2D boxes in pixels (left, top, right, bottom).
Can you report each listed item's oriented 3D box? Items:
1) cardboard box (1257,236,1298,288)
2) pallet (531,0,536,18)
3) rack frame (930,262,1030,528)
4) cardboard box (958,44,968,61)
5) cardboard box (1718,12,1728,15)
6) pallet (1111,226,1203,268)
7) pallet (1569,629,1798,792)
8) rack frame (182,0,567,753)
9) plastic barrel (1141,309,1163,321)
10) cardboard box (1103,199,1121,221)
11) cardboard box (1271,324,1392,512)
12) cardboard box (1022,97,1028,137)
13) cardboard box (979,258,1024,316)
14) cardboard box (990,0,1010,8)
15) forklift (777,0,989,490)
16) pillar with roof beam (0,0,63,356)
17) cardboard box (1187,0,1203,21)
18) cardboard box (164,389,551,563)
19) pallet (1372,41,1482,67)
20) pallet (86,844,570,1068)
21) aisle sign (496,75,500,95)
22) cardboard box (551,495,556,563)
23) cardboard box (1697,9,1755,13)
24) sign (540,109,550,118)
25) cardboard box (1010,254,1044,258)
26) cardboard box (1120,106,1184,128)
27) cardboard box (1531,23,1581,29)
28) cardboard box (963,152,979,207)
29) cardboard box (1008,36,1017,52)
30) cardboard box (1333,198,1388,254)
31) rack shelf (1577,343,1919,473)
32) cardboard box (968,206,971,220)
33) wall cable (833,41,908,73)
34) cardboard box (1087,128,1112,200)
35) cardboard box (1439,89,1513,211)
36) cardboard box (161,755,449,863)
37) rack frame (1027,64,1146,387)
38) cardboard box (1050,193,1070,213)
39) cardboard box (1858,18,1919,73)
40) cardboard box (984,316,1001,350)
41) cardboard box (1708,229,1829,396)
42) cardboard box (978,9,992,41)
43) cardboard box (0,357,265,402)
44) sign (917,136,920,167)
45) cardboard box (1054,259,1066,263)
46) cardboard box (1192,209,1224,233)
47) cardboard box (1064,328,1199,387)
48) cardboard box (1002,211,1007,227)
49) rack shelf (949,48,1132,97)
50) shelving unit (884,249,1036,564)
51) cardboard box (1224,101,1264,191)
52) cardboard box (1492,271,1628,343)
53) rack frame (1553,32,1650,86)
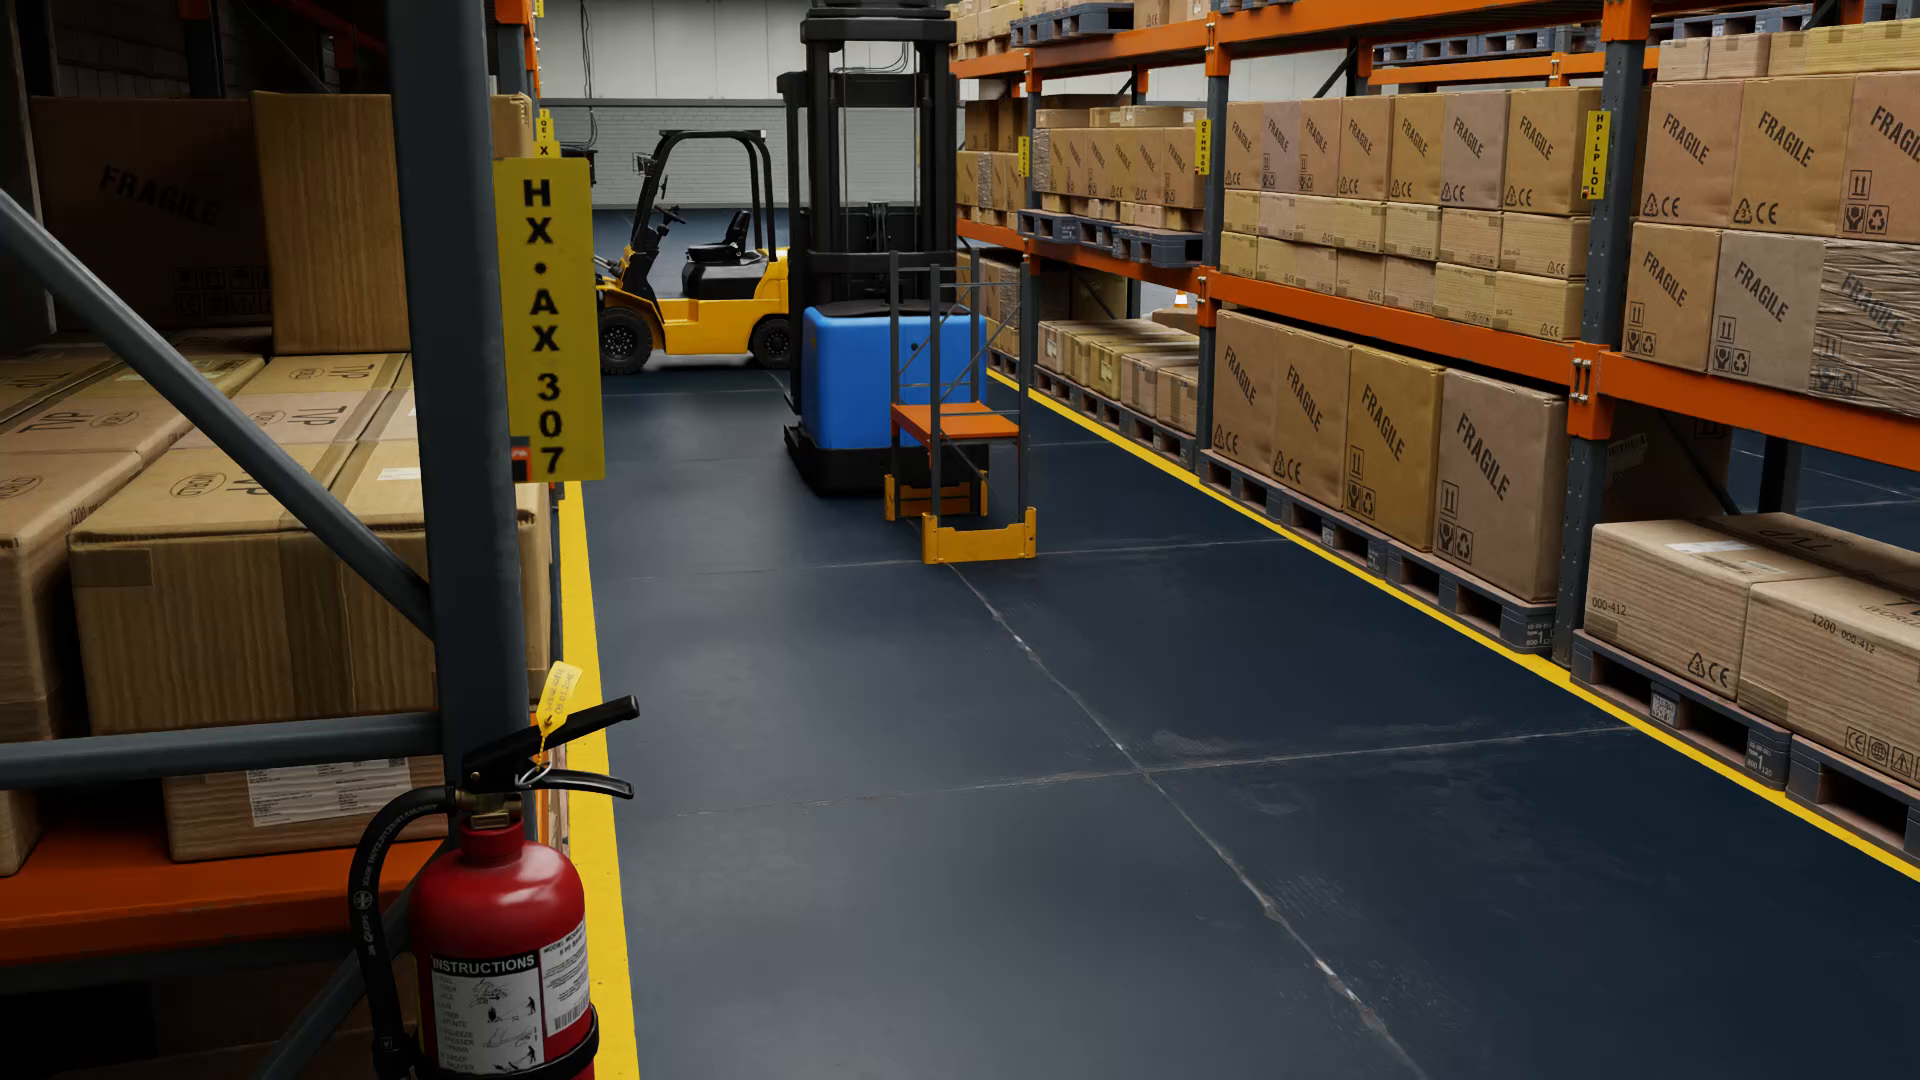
[{"bbox_3d":[2.009,-1.573,9.363,0.500,0.250,0.500,-4,14,-15],"label":"cardboard box"},{"bbox_3d":[-3.069,-3.130,9.496,1.213,0.211,1.003,-3,14,-11],"label":"pallet"},{"bbox_3d":[0.099,-0.631,8.350,0.500,1.500,0.032,-3,14,-13],"label":"rack frame"},{"bbox_3d":[0.192,-4.679,15.967,0.380,0.149,0.250,-3,14,-13],"label":"cardboard box"},{"bbox_3d":[6.475,-4.387,13.335,0.500,0.311,0.500,-4,14,-15],"label":"cardboard box"},{"bbox_3d":[1.730,-1.956,11.017,1.213,0.211,1.003,-3,14,-13],"label":"pallet"},{"bbox_3d":[3.043,0.567,6.163,1.003,0.211,1.213,-3,14,-13],"label":"pallet"},{"bbox_3d":[-1.883,-0.690,5.432,1.000,3.000,0.127,-3,14,-13],"label":"rack frame"},{"bbox_3d":[2.079,-2.092,16.600,0.512,0.421,0.421,7,15,26],"label":"plastic barrel"},{"bbox_3d":[1.255,-2.388,12.026,0.380,0.149,0.250,-4,14,-15],"label":"cardboard box"},{"bbox_3d":[2.288,-0.692,9.033,0.875,0.875,0.875,-3,14,-13],"label":"cardboard box"},{"bbox_3d":[0.979,-3.842,15.389,0.700,0.500,0.500,-4,14,-14],"label":"cardboard box"},{"bbox_3d":[0.420,-2.402,15.769,0.500,0.500,0.500,-3,14,-10],"label":"cardboard box"},{"bbox_3d":[0.477,-4.770,14.660,0.380,0.149,0.250,-3,14,-12],"label":"cardboard box"},{"bbox_3d":[-0.611,-2.027,11.048,1.130,2.935,3.031,-3,14,-11],"label":"forklift"},{"bbox_3d":[1.589,-3.634,4.839,9.100,9.000,0.400,-3,14,-13],"label":"pillar with roof beam"},{"bbox_3d":[1.657,-3.344,10.501,0.380,0.149,0.250,-3,14,-13],"label":"cardboard box"},{"bbox_3d":[-0.907,-0.075,2.604,0.500,0.250,0.500,-3,14,-13],"label":"cardboard box"},{"bbox_3d":[5.095,-5.279,18.080,1.003,0.211,1.213,-3,14,-13],"label":"pallet"},{"bbox_3d":[-1.433,1.105,3.960,1.003,0.211,1.213,-3,14,-13],"label":"pallet"},{"bbox_3d":[-4.431,-4.753,16.584,0.394,0.787,0.004,-3,14,-13],"label":"aisle sign"},{"bbox_3d":[-2.141,-0.162,7.651,0.500,0.500,0.500,-4,14,-15],"label":"cardboard box"},{"bbox_3d":[6.083,-4.314,13.130,0.396,0.266,0.258,-3,14,-13],"label":"cardboard box"},{"bbox_3d":[-4.171,-4.163,16.708,0.100,0.325,0.005,-3,14,-13],"label":"sign"},{"bbox_3d":[0.802,-2.561,16.420,0.500,0.500,0.500,-4,14,-15],"label":"cardboard box"},{"bbox_3d":[1.343,-2.964,11.652,0.380,0.149,0.250,-4,14,-16],"label":"cardboard box"},{"bbox_3d":[5.453,-4.766,15.230,0.380,0.149,0.250,-3,14,-13],"label":"cardboard box"},{"bbox_3d":[0.337,-3.451,15.894,0.500,0.500,0.500,-4,14,-14],"label":"cardboard box"},{"bbox_3d":[0.634,-4.325,14.519,0.380,0.149,0.250,-3,14,-13],"label":"cardboard box"},{"bbox_3d":[2.212,-1.577,8.325,0.500,0.250,0.500,-3,14,-12],"label":"cardboard box"},{"bbox_3d":[3.410,-0.157,4.765,1.077,0.370,4.000,-3,14,-13],"label":"rack shelf"},{"bbox_3d":[0.286,-3.224,16.334,0.380,0.149,0.250,-3,14,-11],"label":"cardboard box"},{"bbox_3d":[-2.635,-16.014,48.347,2.305,6.003,0.169,-3,14,-13],"label":"wall cable"},{"bbox_3d":[1.245,-2.738,12.092,0.500,0.500,0.500,-4,14,-15],"label":"cardboard box"},{"bbox_3d":[2.463,-1.710,7.289,0.500,0.500,0.500,-3,14,-12],"label":"cardboard box"},{"bbox_3d":[-0.754,0.263,2.058,0.380,0.149,0.250,-3,14,-14],"label":"cardboard box"},{"bbox_3d":[1.062,-2.813,14.122,1.000,3.000,0.127,-3,14,-13],"label":"rack frame"},{"bbox_3d":[0.935,-2.692,13.270,0.380,0.149,0.250,-3,14,-12],"label":"cardboard box"},{"bbox_3d":[2.972,-1.491,5.027,0.380,0.149,0.250,-4,14,-15],"label":"cardboard box"},{"bbox_3d":[0.527,-1.925,15.396,0.500,0.250,0.500,-4,14,-15],"label":"cardboard box"},{"bbox_3d":[2.911,-0.777,5.577,0.500,0.500,0.500,-3,14,-13],"label":"cardboard box"},{"bbox_3d":[0.471,-4.664,15.066,0.500,0.250,0.500,-4,14,-14],"label":"cardboard box"},{"bbox_3d":[-1.541,-0.164,2.967,0.500,0.250,0.500,-3,14,-11],"label":"cardboard box"},{"bbox_3d":[-0.405,-4.126,17.673,0.100,0.325,0.005,-3,14,-13],"label":"sign"},{"bbox_3d":[1.092,-2.663,15.468,0.380,0.149,0.250,-3,14,-11],"label":"cardboard box"},{"bbox_3d":[1.696,-2.035,10.581,0.380,0.149,0.250,-3,14,-11],"label":"cardboard box"},{"bbox_3d":[1.360,-1.454,13.211,0.950,0.372,0.625,-2,14,-10],"label":"cardboard box"},{"bbox_3d":[0.595,-2.928,15.122,0.380,0.149,0.250,-3,14,-14],"label":"cardboard box"},{"bbox_3d":[0.592,-4.382,15.740,1.077,0.370,4.000,-3,14,-13],"label":"rack shelf"},{"bbox_3d":[-0.018,-0.746,8.821,0.587,1.500,1.083,-3,14,-13],"label":"shelving unit"},{"bbox_3d":[1.879,-2.297,9.693,0.500,0.500,0.500,-4,14,-15],"label":"cardboard box"},{"bbox_3d":[2.590,-0.984,6.952,0.500,0.250,0.500,-4,14,-15],"label":"cardboard box"},{"bbox_3d":[5.850,-3.113,15.347,1.000,3.000,0.127,-3,14,-13],"label":"rack frame"}]
